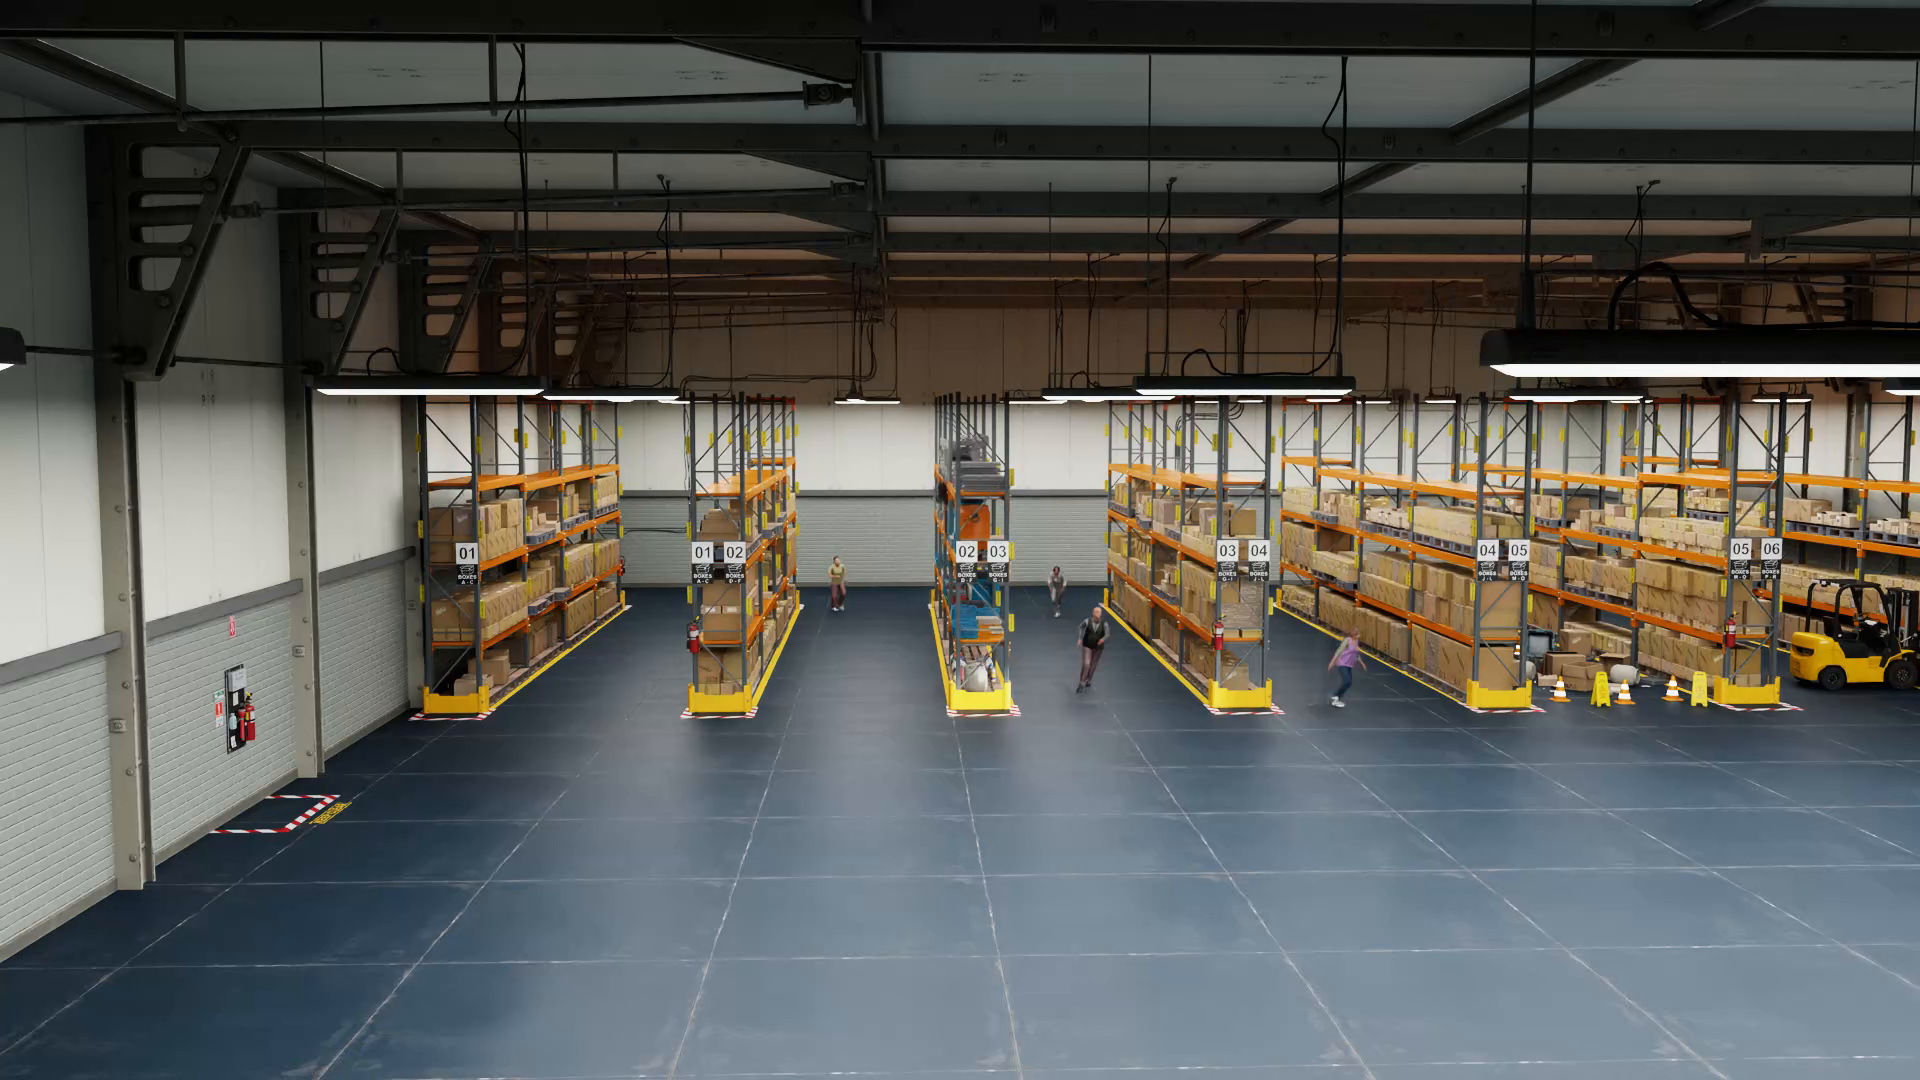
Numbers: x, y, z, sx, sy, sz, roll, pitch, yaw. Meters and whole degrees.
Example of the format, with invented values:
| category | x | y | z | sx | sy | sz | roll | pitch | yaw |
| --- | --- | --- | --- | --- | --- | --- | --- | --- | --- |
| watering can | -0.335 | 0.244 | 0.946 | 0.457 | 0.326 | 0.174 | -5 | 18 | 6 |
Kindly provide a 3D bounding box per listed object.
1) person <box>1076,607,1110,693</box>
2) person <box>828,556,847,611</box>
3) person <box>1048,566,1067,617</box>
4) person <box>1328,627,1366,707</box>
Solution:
| category | x | y | z | sx | sy | sz | roll | pitch | yaw |
| --- | --- | --- | --- | --- | --- | --- | --- | --- | --- |
| person | 2.650 | 2.185 | 33.394 | 0.716 | 1.693 | 0.833 | 0 | 5 | -3 |
| person | -3.421 | 1.215 | 46.411 | 0.580 | 1.564 | 0.854 | -1 | 5 | -18 |
| person | 2.682 | 1.380 | 45.483 | 0.538 | 1.416 | 0.952 | 1 | 5 | 11 |
| person | 7.377 | 2.416 | 31.684 | 0.592 | 1.548 | 0.552 | 4 | 6 | 43 |
